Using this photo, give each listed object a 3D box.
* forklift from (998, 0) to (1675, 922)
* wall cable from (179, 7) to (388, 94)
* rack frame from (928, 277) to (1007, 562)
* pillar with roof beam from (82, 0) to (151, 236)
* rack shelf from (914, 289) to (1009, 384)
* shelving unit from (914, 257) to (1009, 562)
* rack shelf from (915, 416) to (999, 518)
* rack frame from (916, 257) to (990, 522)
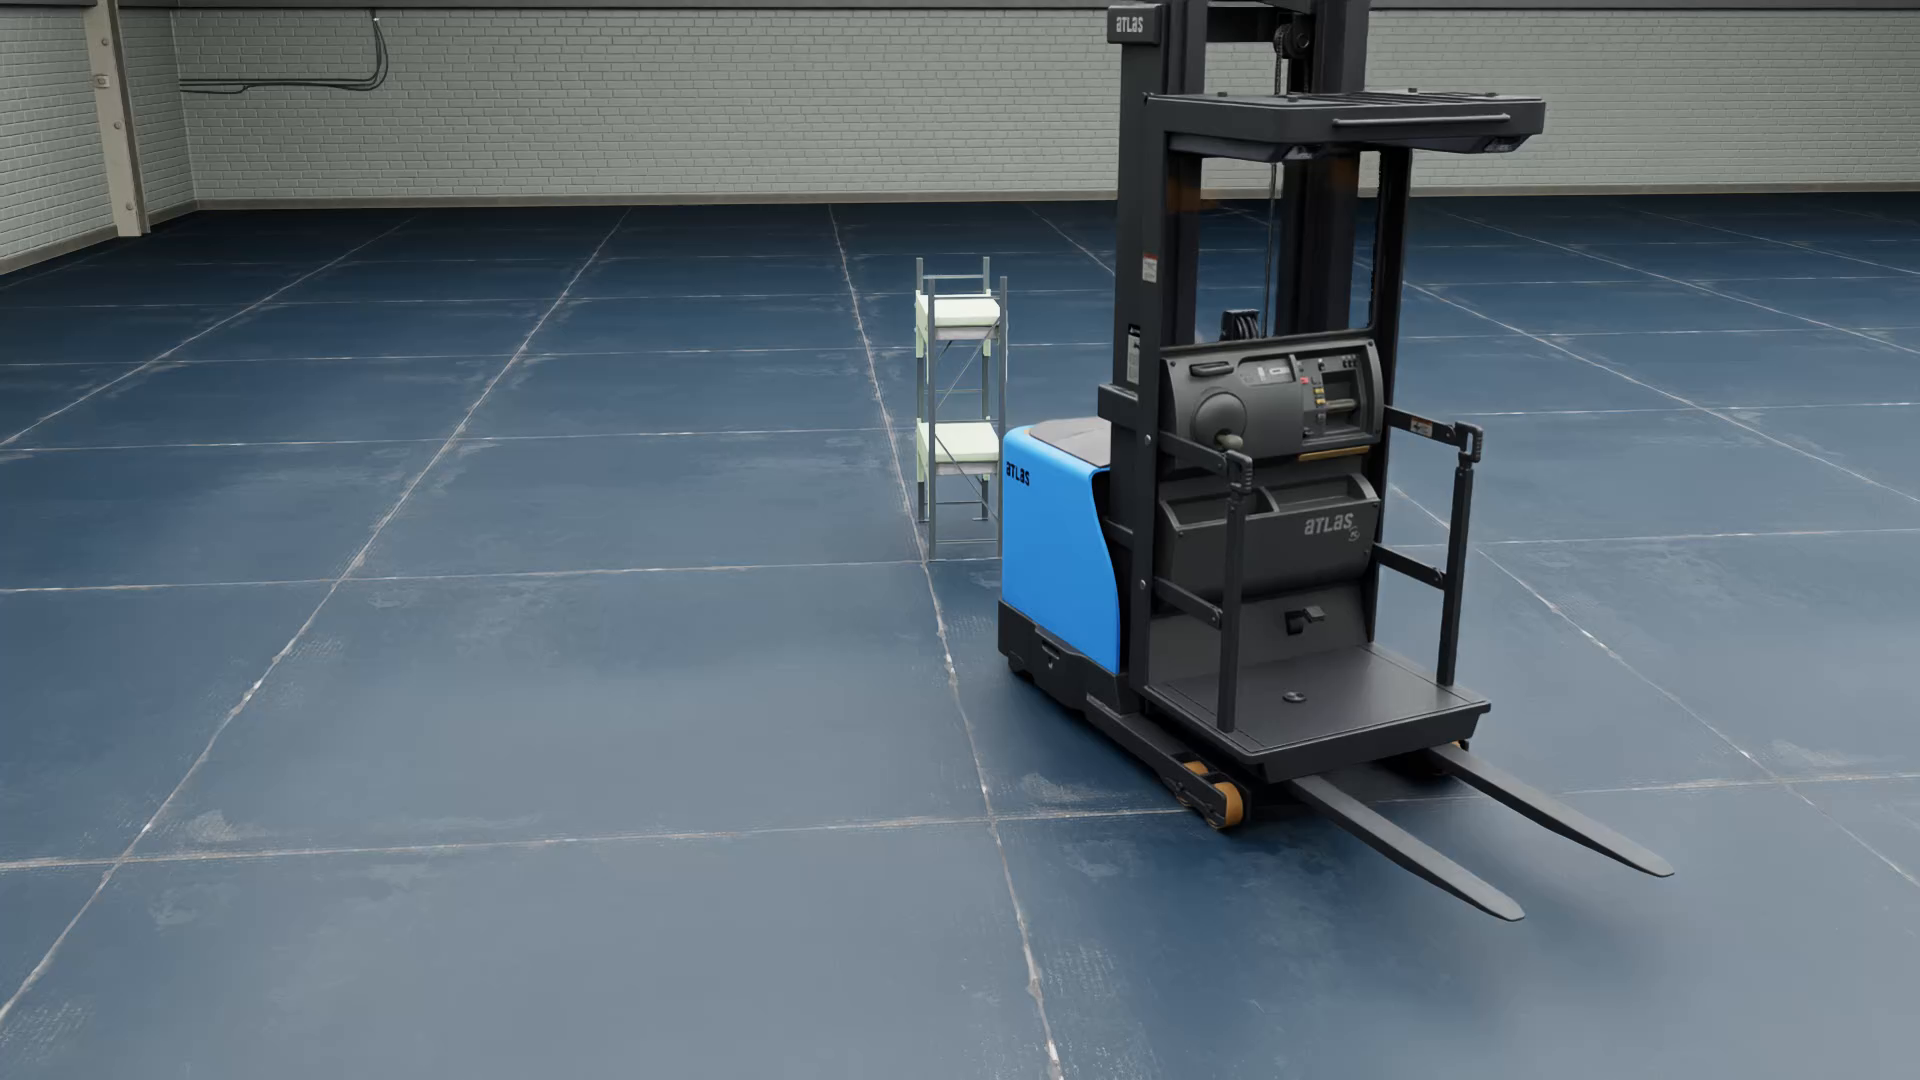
[{"bbox_3d":[1.261,-0.521,5.944,1.130,2.935,3.031,-8,19,-24],"label":"forklift"},{"bbox_3d":[-9.994,-7.800,24.183,3.097,2.526,0.112,-2,18,-6],"label":"wall cable"},{"bbox_3d":[0.037,-0.609,8.611,0.400,1.500,0.023,-2,18,-6],"label":"rack frame"},{"bbox_3d":[-6.724,-8.496,21.215,9.100,9.000,0.400,-2,18,-6],"label":"pillar with roof beam"},{"bbox_3d":[-0.001,-1.090,8.842,0.431,0.370,0.720,-2,18,-6],"label":"rack shelf"},{"bbox_3d":[-0.001,-0.718,8.959,0.431,1.500,0.755,-2,18,-6],"label":"shelving unit"},{"bbox_3d":[-0.001,-0.407,9.056,0.431,0.370,0.720,-2,18,-6],"label":"rack shelf"},{"bbox_3d":[-0.038,-0.827,9.306,0.400,1.500,0.023,-2,18,-6],"label":"rack frame"}]
